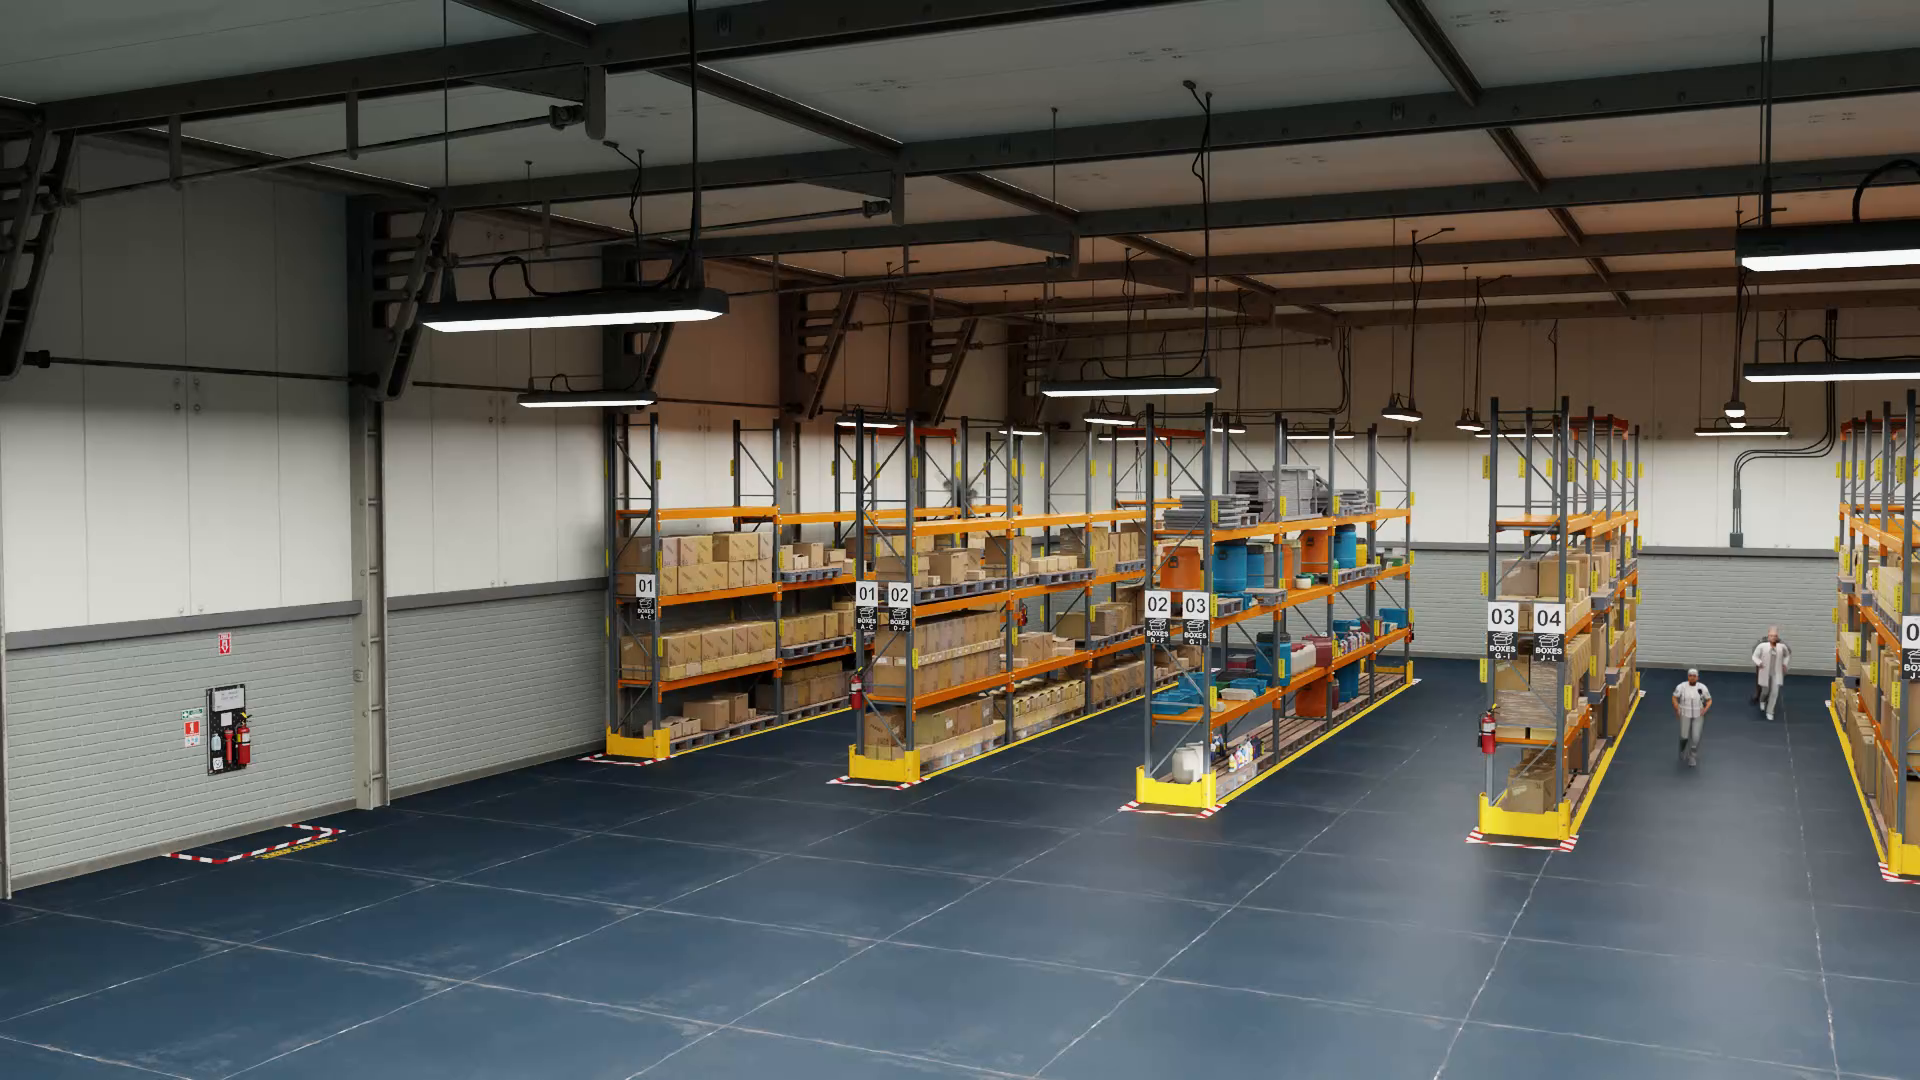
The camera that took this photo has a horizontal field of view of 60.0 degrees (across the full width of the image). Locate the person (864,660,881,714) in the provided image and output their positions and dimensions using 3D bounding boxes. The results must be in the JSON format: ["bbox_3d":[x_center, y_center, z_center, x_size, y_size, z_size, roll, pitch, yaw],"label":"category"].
[{"bbox_3d":[-1.556,2.936,29.738,0.540,1.597,0.879,1,3,17],"label":"person"}]

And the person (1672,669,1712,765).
[{"bbox_3d":[12.429,3.002,28.238,0.600,1.634,0.542,1,3,19],"label":"person"}]

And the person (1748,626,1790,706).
[{"bbox_3d":[17.236,2.689,35.494,0.781,1.714,0.854,2,3,42],"label":"person"}]

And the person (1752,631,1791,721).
[{"bbox_3d":[16.403,2.723,33.609,0.714,1.778,0.937,1,3,20],"label":"person"}]
